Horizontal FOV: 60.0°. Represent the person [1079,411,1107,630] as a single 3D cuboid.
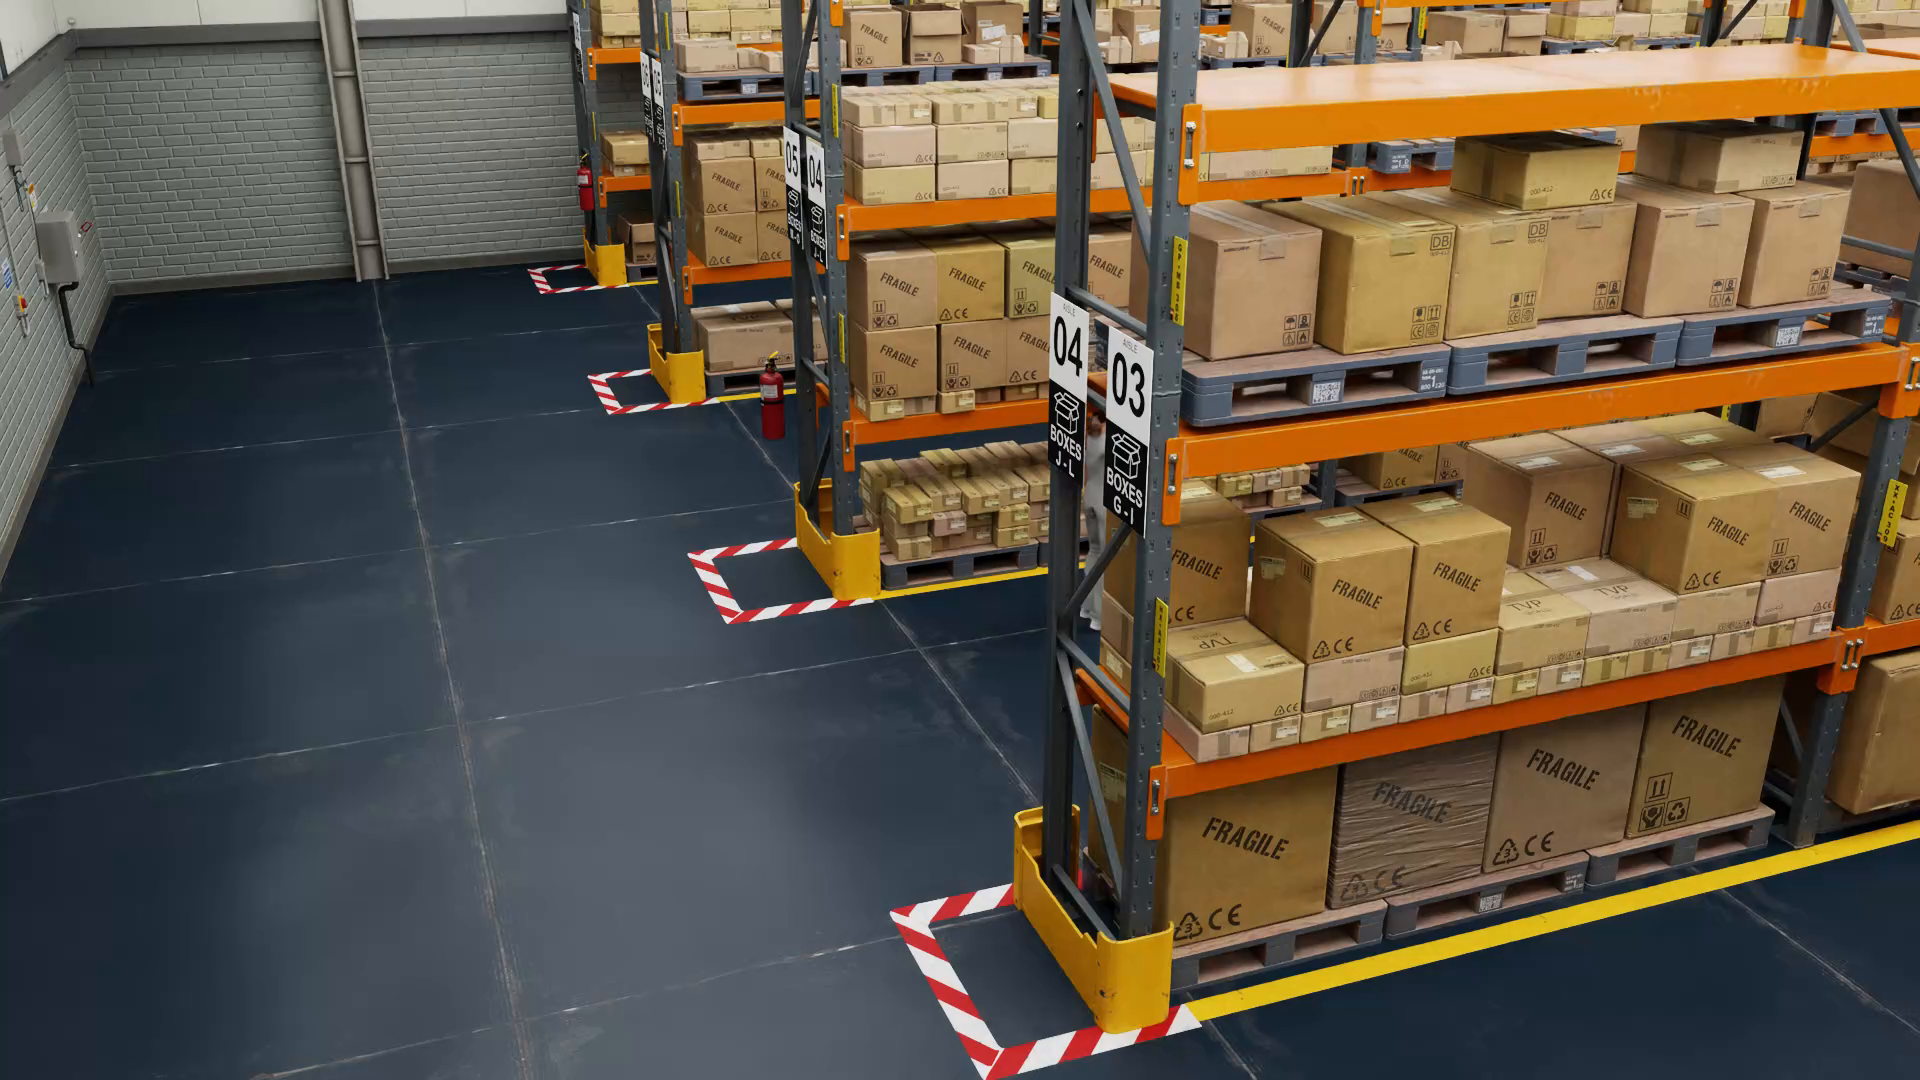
[{"bbox_3d":[0.986,-0.211,11.352,0.377,1.677,0.438,-13,26,-29],"label":"person"}]
